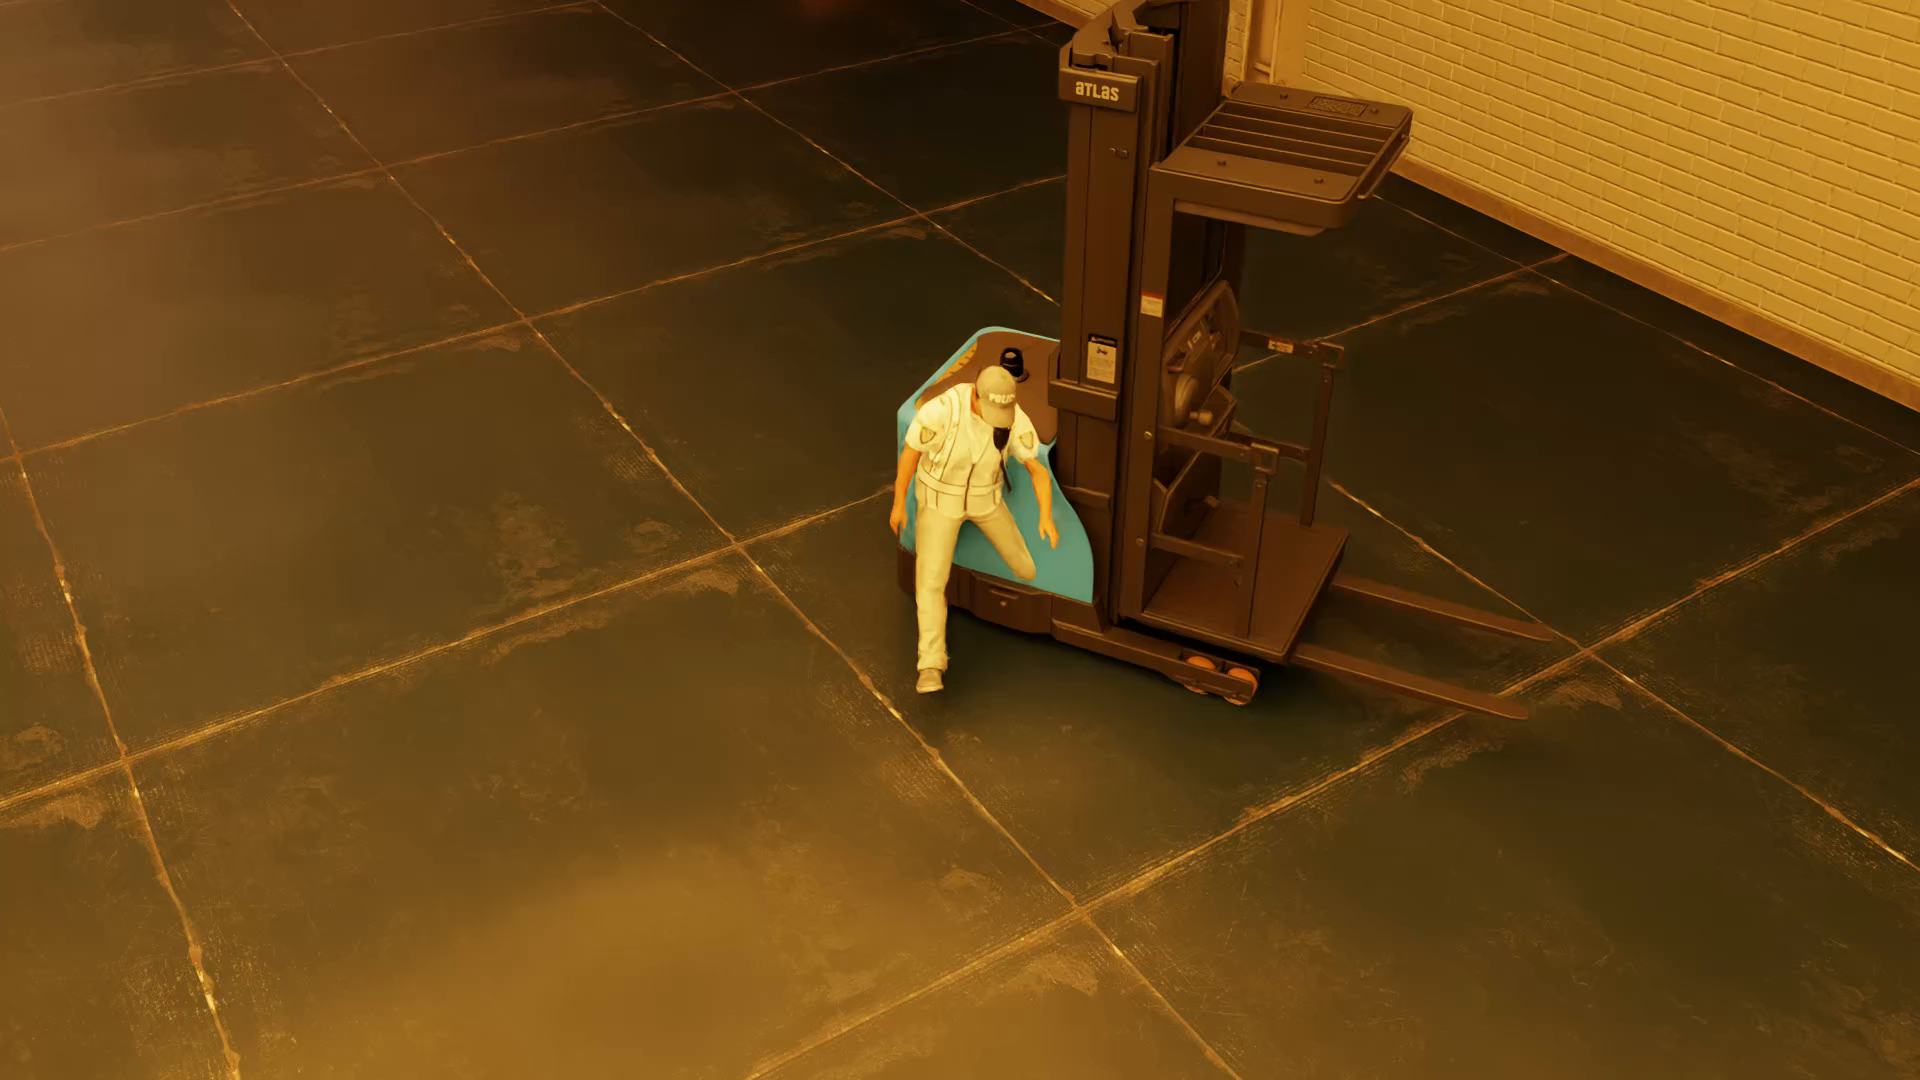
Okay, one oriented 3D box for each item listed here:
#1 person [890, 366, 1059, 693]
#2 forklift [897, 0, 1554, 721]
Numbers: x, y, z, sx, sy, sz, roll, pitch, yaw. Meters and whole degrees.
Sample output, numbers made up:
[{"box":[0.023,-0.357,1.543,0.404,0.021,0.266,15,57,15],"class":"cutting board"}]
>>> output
[{"box":[0.150,-0.074,7.511,0.909,1.491,0.966,-4,35,-6],"class":"person"},{"box":[1.244,-0.795,7.279,3.031,2.935,1.130,16,38,21],"class":"forklift"}]
